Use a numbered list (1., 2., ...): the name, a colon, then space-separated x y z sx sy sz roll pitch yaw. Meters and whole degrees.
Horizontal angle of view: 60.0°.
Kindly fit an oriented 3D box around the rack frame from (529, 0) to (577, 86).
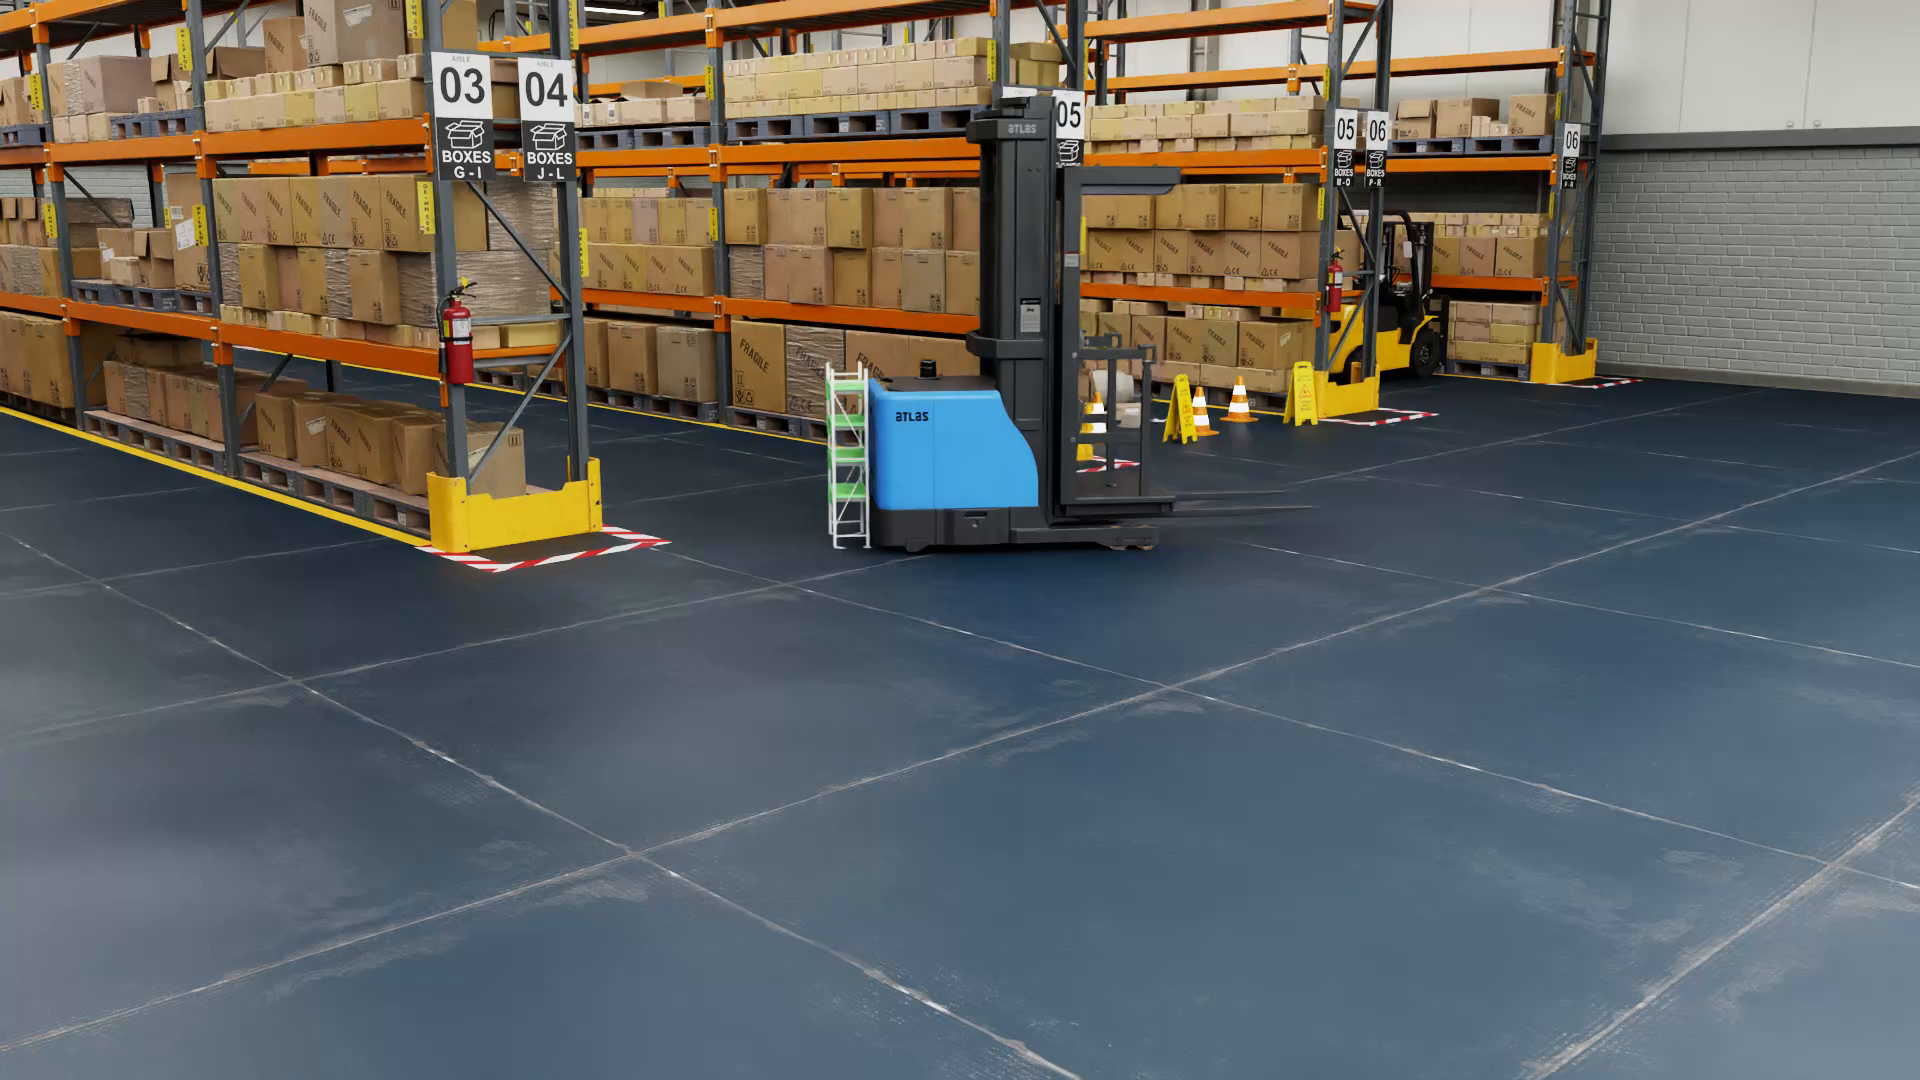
1. rack frame: -6.873 -8.127 28.557 1.000 3.000 0.127 -11 16 -43

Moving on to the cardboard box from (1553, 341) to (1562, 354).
1. cardboard box: 7.566 -2.504 21.904 0.500 0.250 0.500 -11 16 -42

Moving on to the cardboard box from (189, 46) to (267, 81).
1. cardboard box: -6.006 -3.864 14.004 0.637 0.503 0.797 11 16 42

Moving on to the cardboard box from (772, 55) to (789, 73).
1. cardboard box: -1.563 -4.513 15.805 0.380 0.149 0.250 -11 16 -43

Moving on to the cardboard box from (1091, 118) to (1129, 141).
1. cardboard box: 1.883 -4.802 19.489 0.500 0.250 0.500 -11 16 -43

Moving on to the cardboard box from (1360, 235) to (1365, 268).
1. cardboard box: 5.841 -3.930 22.805 0.500 0.500 0.500 -11 16 -43

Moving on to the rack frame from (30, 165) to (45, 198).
1. rack frame: -11.278 -3.224 19.626 1.000 3.000 0.127 -11 16 -43

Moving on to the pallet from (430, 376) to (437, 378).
1. pallet: -6.235 -2.243 21.776 1.003 0.211 1.213 -11 16 -43

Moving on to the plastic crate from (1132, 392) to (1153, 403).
1. plastic crate: 1.905 -1.664 19.290 0.583 0.080 0.402 6 13 26

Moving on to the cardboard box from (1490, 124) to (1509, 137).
1. cardboard box: 6.972 -5.225 21.240 0.250 0.149 0.380 11 16 44

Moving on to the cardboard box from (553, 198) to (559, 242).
1. cardboard box: -4.556 -3.788 19.640 0.700 0.500 0.500 -11 16 -43

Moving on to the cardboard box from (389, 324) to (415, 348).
1. cardboard box: -3.719 -1.428 11.533 0.380 0.149 0.250 -11 16 -43

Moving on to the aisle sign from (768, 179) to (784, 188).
1. aisle sign: -3.545 -7.123 32.110 0.394 0.787 0.004 -11 16 -43

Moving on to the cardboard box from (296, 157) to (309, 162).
1. cardboard box: -9.184 -5.551 23.860 0.500 0.250 0.500 -11 16 -43

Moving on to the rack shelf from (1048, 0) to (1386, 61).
1. rack shelf: 2.795 -5.730 18.713 1.077 0.370 4.000 -11 16 -43

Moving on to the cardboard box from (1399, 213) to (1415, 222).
1. cardboard box: 6.139 -4.343 22.467 0.380 0.149 0.250 -11 16 -42

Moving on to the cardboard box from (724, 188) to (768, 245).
1. cardboard box: -1.866 -3.277 16.834 0.875 0.550 0.550 -11 16 -43

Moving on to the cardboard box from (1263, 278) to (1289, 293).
1. cardboard box: 3.508 -2.777 18.079 0.380 0.149 0.250 -11 16 -43

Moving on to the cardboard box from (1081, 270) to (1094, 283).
1. cardboard box: 1.612 -3.194 20.104 0.380 0.149 0.250 -10 15 -41

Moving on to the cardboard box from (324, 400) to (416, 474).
1. cardboard box: -4.619 -0.812 13.072 0.500 0.500 0.500 10 15 40

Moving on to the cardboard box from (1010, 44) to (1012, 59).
1. cardboard box: 0.494 -4.270 14.629 0.380 0.149 0.250 -11 16 -42

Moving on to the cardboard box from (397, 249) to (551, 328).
1. cardboard box: -3.351 -1.751 11.494 0.875 0.500 0.500 -11 16 -43

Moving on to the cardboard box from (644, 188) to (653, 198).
1. cardboard box: -4.822 -5.553 26.599 0.380 0.149 0.250 -11 16 -42

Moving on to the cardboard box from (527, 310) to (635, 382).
1. cardboard box: -4.503 -2.319 19.768 1.050 0.750 0.750 -11 16 -43

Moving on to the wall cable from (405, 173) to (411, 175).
1. wall cable: -10.784 -6.521 33.036 0.585 1.953 0.123 -11 16 -43

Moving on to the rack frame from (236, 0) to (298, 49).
1. rack frame: -10.383 -7.422 25.138 1.000 3.000 0.127 -11 16 -43

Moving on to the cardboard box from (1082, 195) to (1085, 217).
1. cardboard box: 1.561 -4.027 20.063 0.700 0.500 0.500 -11 16 -43

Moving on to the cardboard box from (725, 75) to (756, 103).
1. cardboard box: -1.961 -4.419 16.337 0.500 0.250 0.500 -11 16 -42

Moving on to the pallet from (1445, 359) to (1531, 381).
1. pallet: 7.206 -2.286 21.983 1.003 0.211 1.213 -11 16 -43

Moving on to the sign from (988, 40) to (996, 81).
1. sign: 0.264 -3.940 13.668 0.100 0.325 0.005 -11 16 -43

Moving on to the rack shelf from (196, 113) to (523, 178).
1. rack shelf: -4.372 -2.881 12.312 1.077 0.370 4.000 -11 16 -43

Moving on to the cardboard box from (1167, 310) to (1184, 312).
1. cardboard box: 2.369 -2.541 20.225 0.500 0.500 0.500 -11 16 -42

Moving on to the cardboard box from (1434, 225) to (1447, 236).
1. cardboard box: 6.418 -4.108 22.061 0.380 0.149 0.250 -11 16 -42

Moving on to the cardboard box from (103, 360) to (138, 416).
1. cardboard box: -8.038 -1.536 16.540 0.500 0.500 0.700 11 16 42

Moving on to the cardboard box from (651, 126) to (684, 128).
1. cardboard box: -3.235 -4.693 18.370 0.396 0.266 0.258 -11 16 -43

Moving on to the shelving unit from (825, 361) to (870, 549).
1. shelving unit: -0.762 -0.583 11.270 0.258 1.200 0.503 -2 12 -8

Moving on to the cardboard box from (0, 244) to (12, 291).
1. cardboard box: -10.448 -3.025 18.411 0.500 0.500 0.500 11 16 44

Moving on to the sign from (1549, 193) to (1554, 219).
1. sign: 7.362 -4.155 20.691 0.100 0.325 0.005 -11 16 -43

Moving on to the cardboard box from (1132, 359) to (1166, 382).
1. cardboard box: 2.372 -2.019 19.552 0.500 0.250 0.500 -11 16 -43

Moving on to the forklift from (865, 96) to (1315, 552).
1. forklift: 0.892 -1.468 11.274 3.031 2.935 1.130 -2 12 -8

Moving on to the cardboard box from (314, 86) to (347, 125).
1. cardboard box: -4.202 -3.052 11.728 0.500 0.250 0.500 -10 16 -41

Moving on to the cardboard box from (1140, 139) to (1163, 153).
1. cardboard box: 2.279 -4.503 19.026 0.380 0.149 0.250 -11 16 -44

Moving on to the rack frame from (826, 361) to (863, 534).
1. rack frame: -0.796 -0.632 11.506 0.240 1.200 0.015 -2 12 -8

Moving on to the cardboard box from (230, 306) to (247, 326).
1. cardboard box: -5.659 -1.822 13.443 0.380 0.149 0.250 -11 16 -43

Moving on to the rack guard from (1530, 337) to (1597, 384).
1. rack guard: 7.781 -2.318 21.424 1.175 0.500 0.348 -11 16 -43

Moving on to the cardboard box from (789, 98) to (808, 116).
1. cardboard box: -1.386 -4.085 15.705 0.380 0.149 0.250 -11 16 -43

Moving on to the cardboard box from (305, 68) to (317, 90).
1. cardboard box: -4.457 -3.298 11.936 0.250 0.149 0.380 11 16 42

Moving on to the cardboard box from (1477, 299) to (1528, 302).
1. cardboard box: 7.221 -3.063 22.143 0.500 0.250 0.500 -11 16 -42

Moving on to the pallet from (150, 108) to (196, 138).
1. pallet: -6.102 -3.539 14.185 1.213 0.211 1.003 -11 16 -43

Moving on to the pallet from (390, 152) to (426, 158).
1. pallet: -6.553 -5.022 21.384 1.213 0.211 1.003 -11 16 -43

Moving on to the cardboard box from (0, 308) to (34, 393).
1. cardboard box: -10.204 -2.168 18.726 0.875 0.875 1.225 11 16 43

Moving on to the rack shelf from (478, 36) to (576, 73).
1. rack shelf: -6.240 -5.999 21.000 1.077 0.370 4.000 -11 16 -43

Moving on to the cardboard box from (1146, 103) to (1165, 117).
1. cardboard box: 2.335 -4.900 18.975 0.380 0.149 0.250 -11 16 -43
